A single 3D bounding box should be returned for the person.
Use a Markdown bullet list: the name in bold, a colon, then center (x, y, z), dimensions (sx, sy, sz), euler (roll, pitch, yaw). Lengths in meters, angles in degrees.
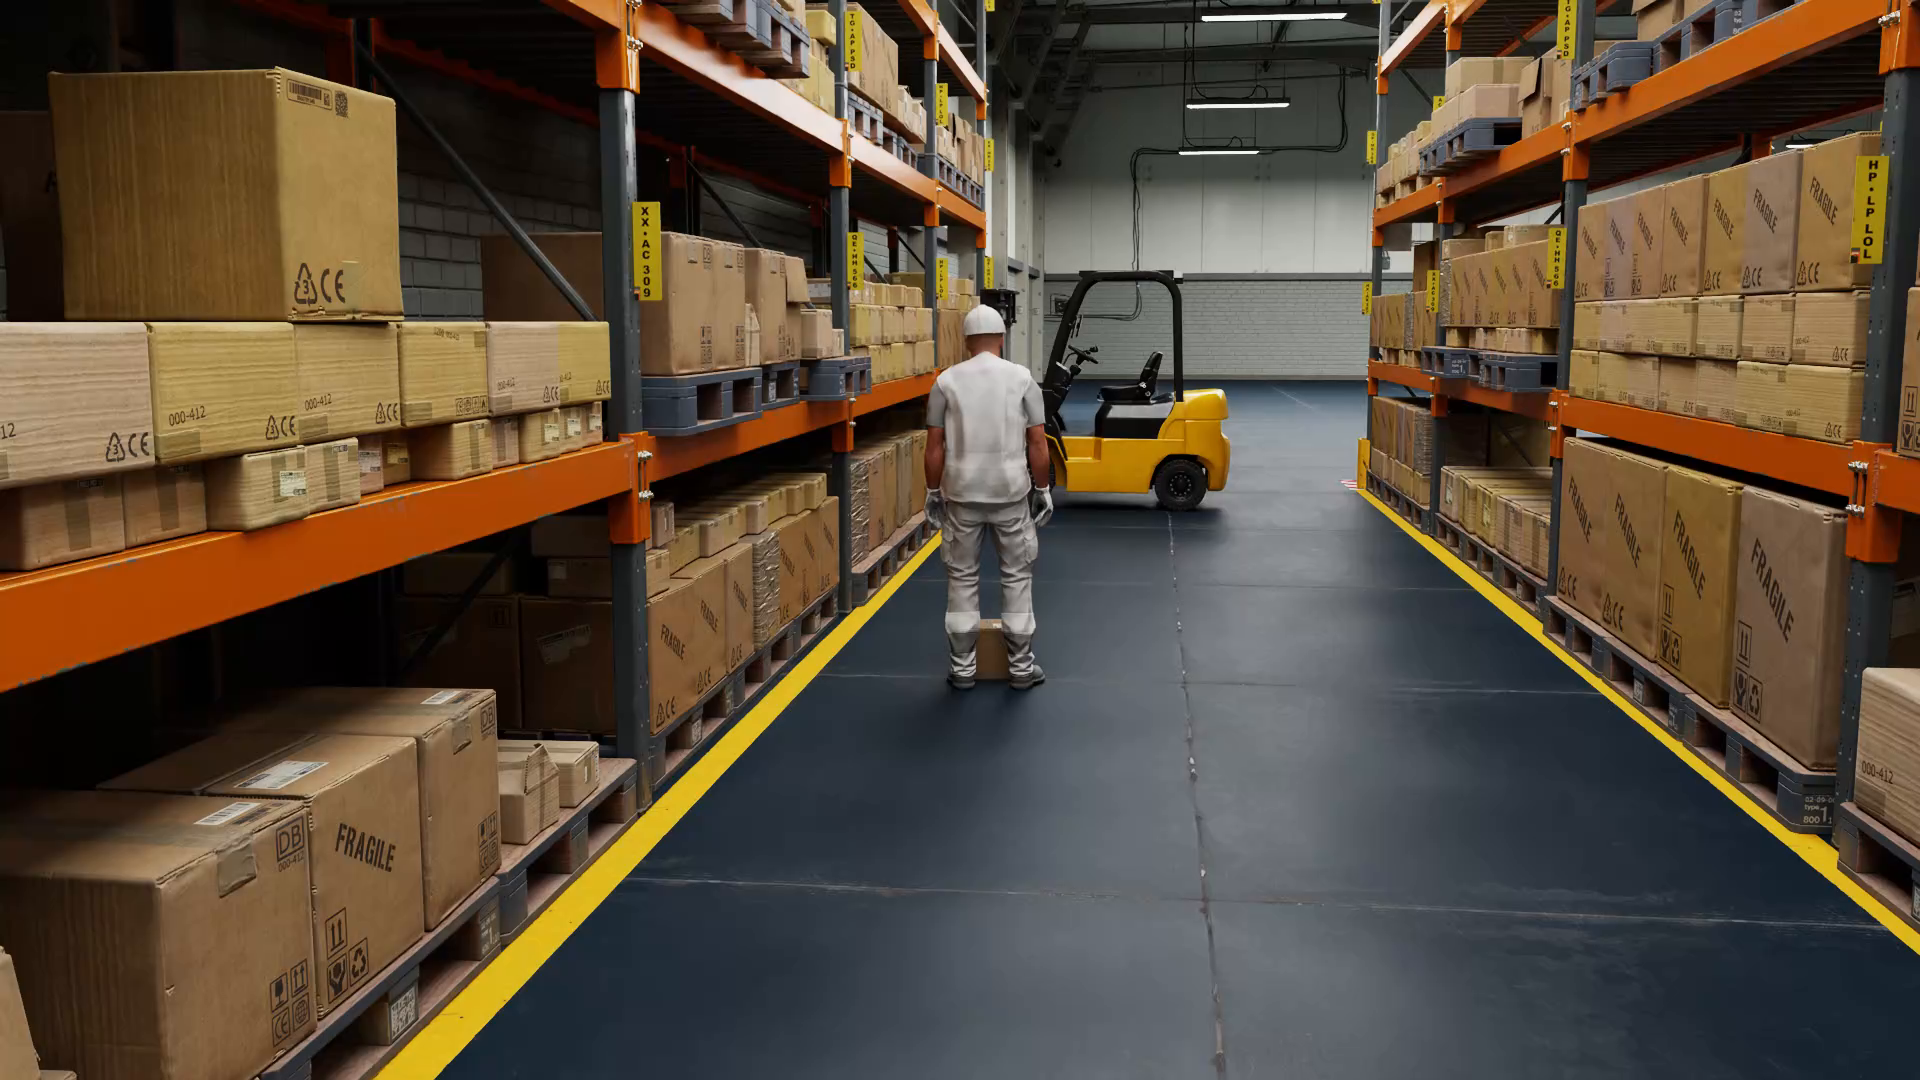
- **person**: center (0.131, -0.197, 7.732), dimensions (0.604, 1.778, 0.450), euler (0, 8, 4)
